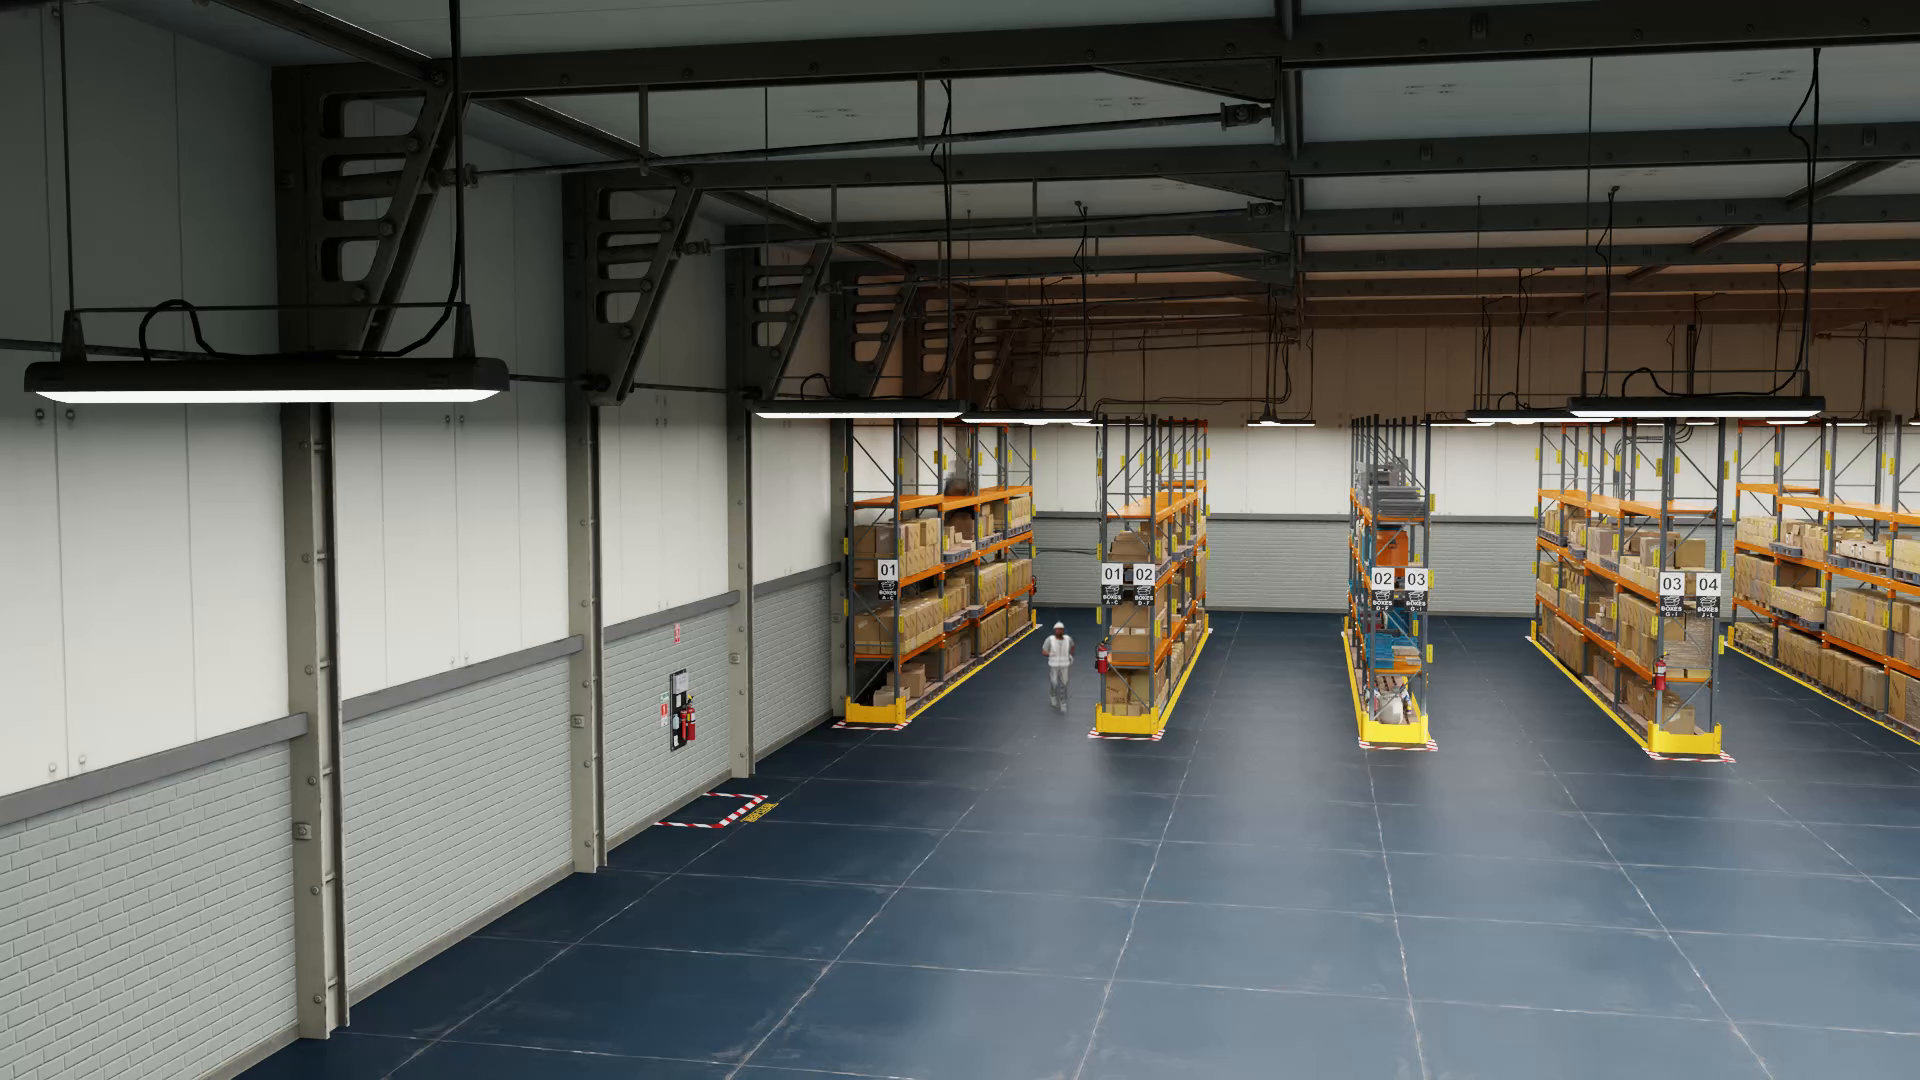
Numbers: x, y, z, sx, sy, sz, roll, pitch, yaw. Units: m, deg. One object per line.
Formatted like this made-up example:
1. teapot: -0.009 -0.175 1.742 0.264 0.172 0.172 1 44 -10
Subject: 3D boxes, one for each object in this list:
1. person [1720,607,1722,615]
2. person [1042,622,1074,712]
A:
1. person: 18.753 2.135 41.601 0.546 1.723 0.714 1 4 16
2. person: 2.006 2.550 33.657 0.690 1.762 0.972 0 4 -5
